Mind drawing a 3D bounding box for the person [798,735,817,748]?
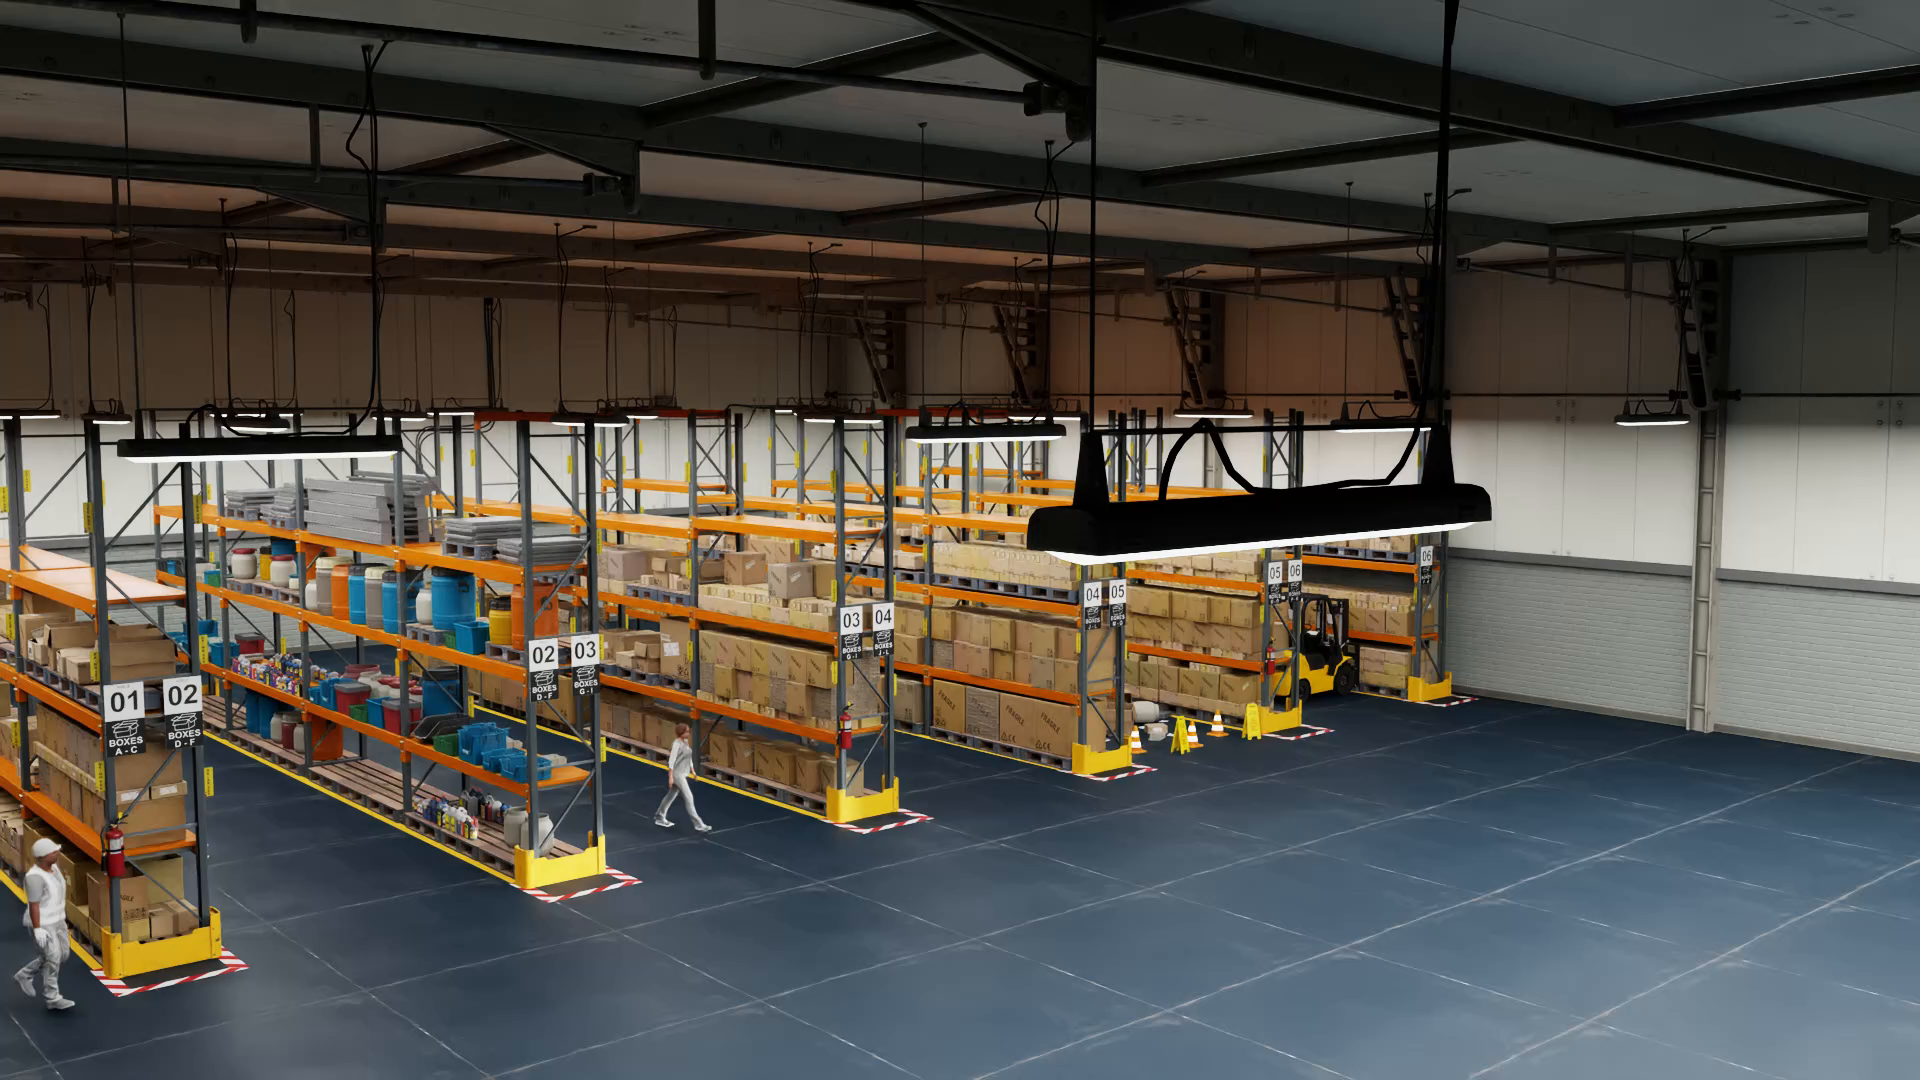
[{"bbox_3d":[-2.800,2.918,29.426,0.500,1.644,0.445,-3,6,-28],"label":"person"}]

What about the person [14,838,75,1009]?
[{"bbox_3d":[-9.455,3.931,17.087,0.710,1.772,0.552,0,5,3],"label":"person"}]

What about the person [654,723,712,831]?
[{"bbox_3d":[-4.022,3.417,24.116,0.919,1.544,0.447,0,5,5],"label":"person"}]
